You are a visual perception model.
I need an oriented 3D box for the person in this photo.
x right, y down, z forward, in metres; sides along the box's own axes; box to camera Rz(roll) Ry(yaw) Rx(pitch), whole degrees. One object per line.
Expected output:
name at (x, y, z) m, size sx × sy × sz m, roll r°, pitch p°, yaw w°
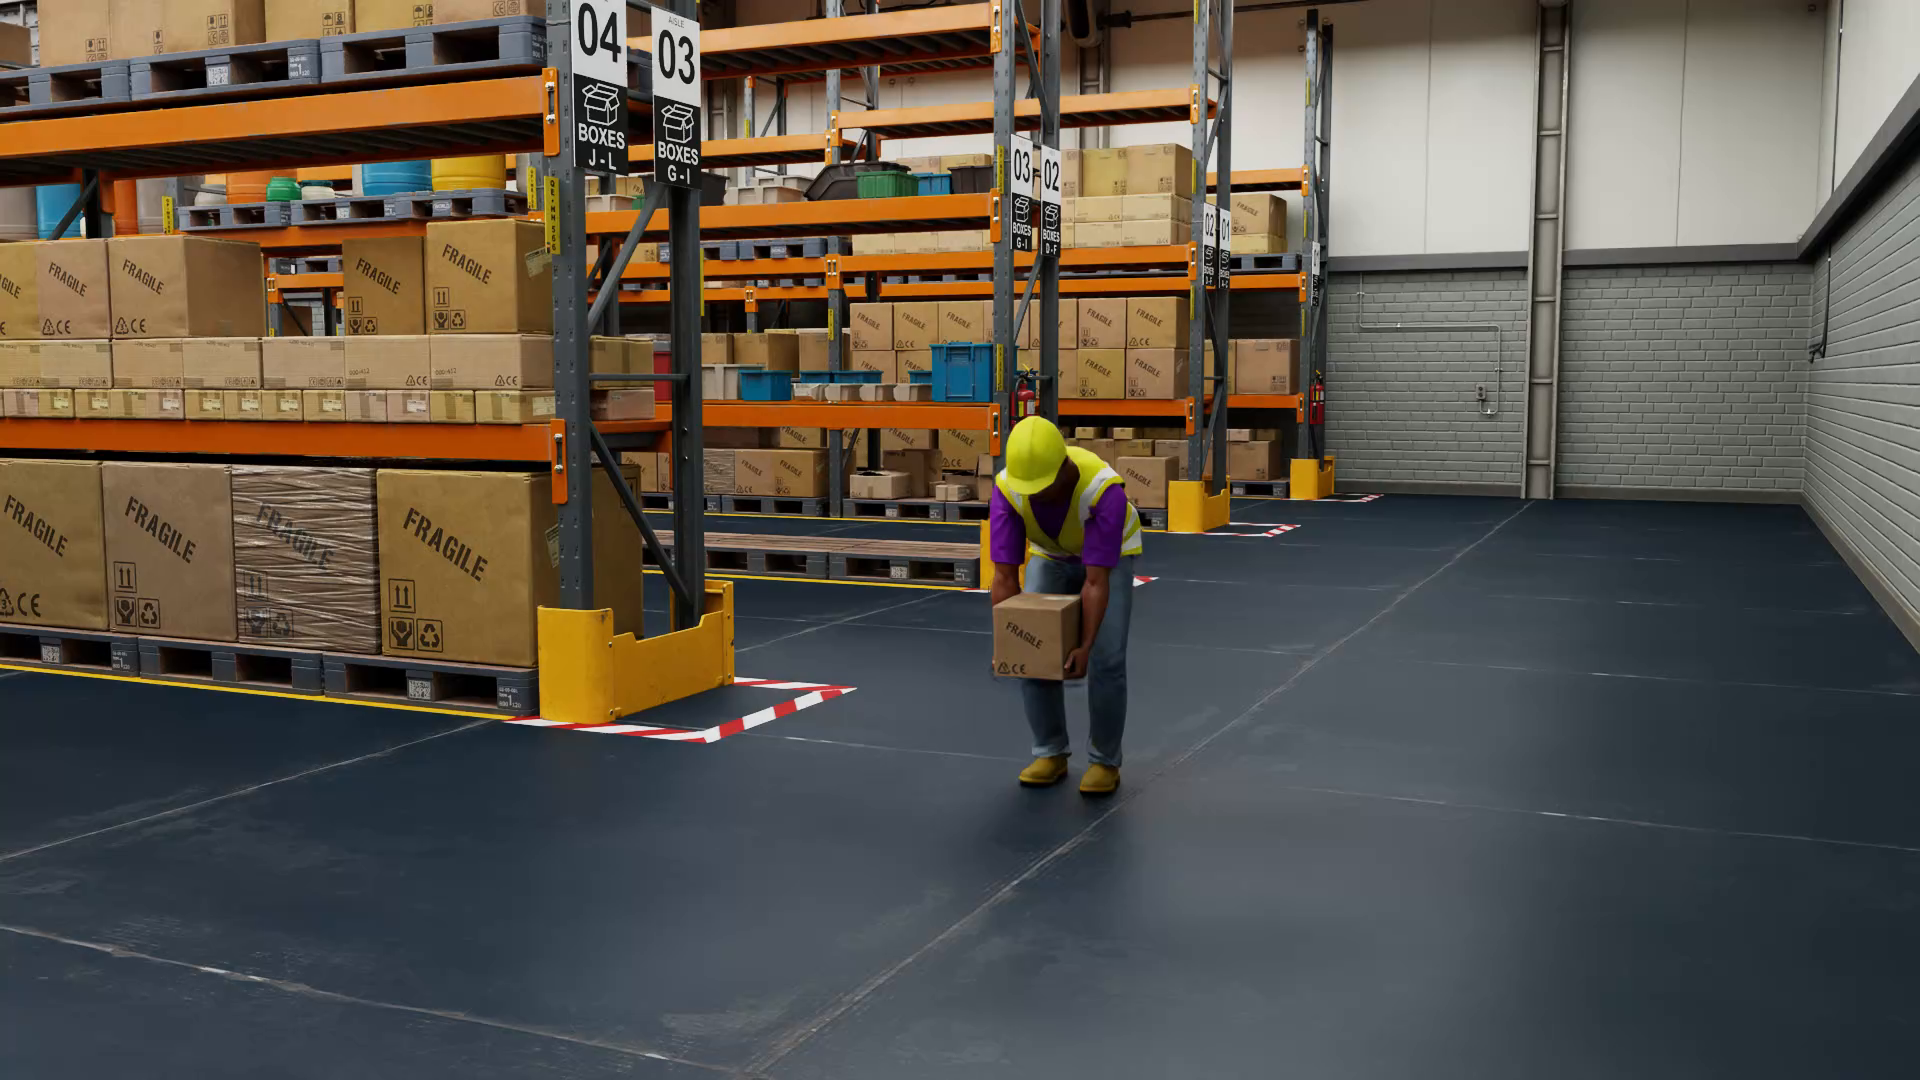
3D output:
person at (0.377, 0.220, 5.967) m, size 0.489 × 1.413 × 0.880 m, roll 2°, pitch 6°, yaw 22°
